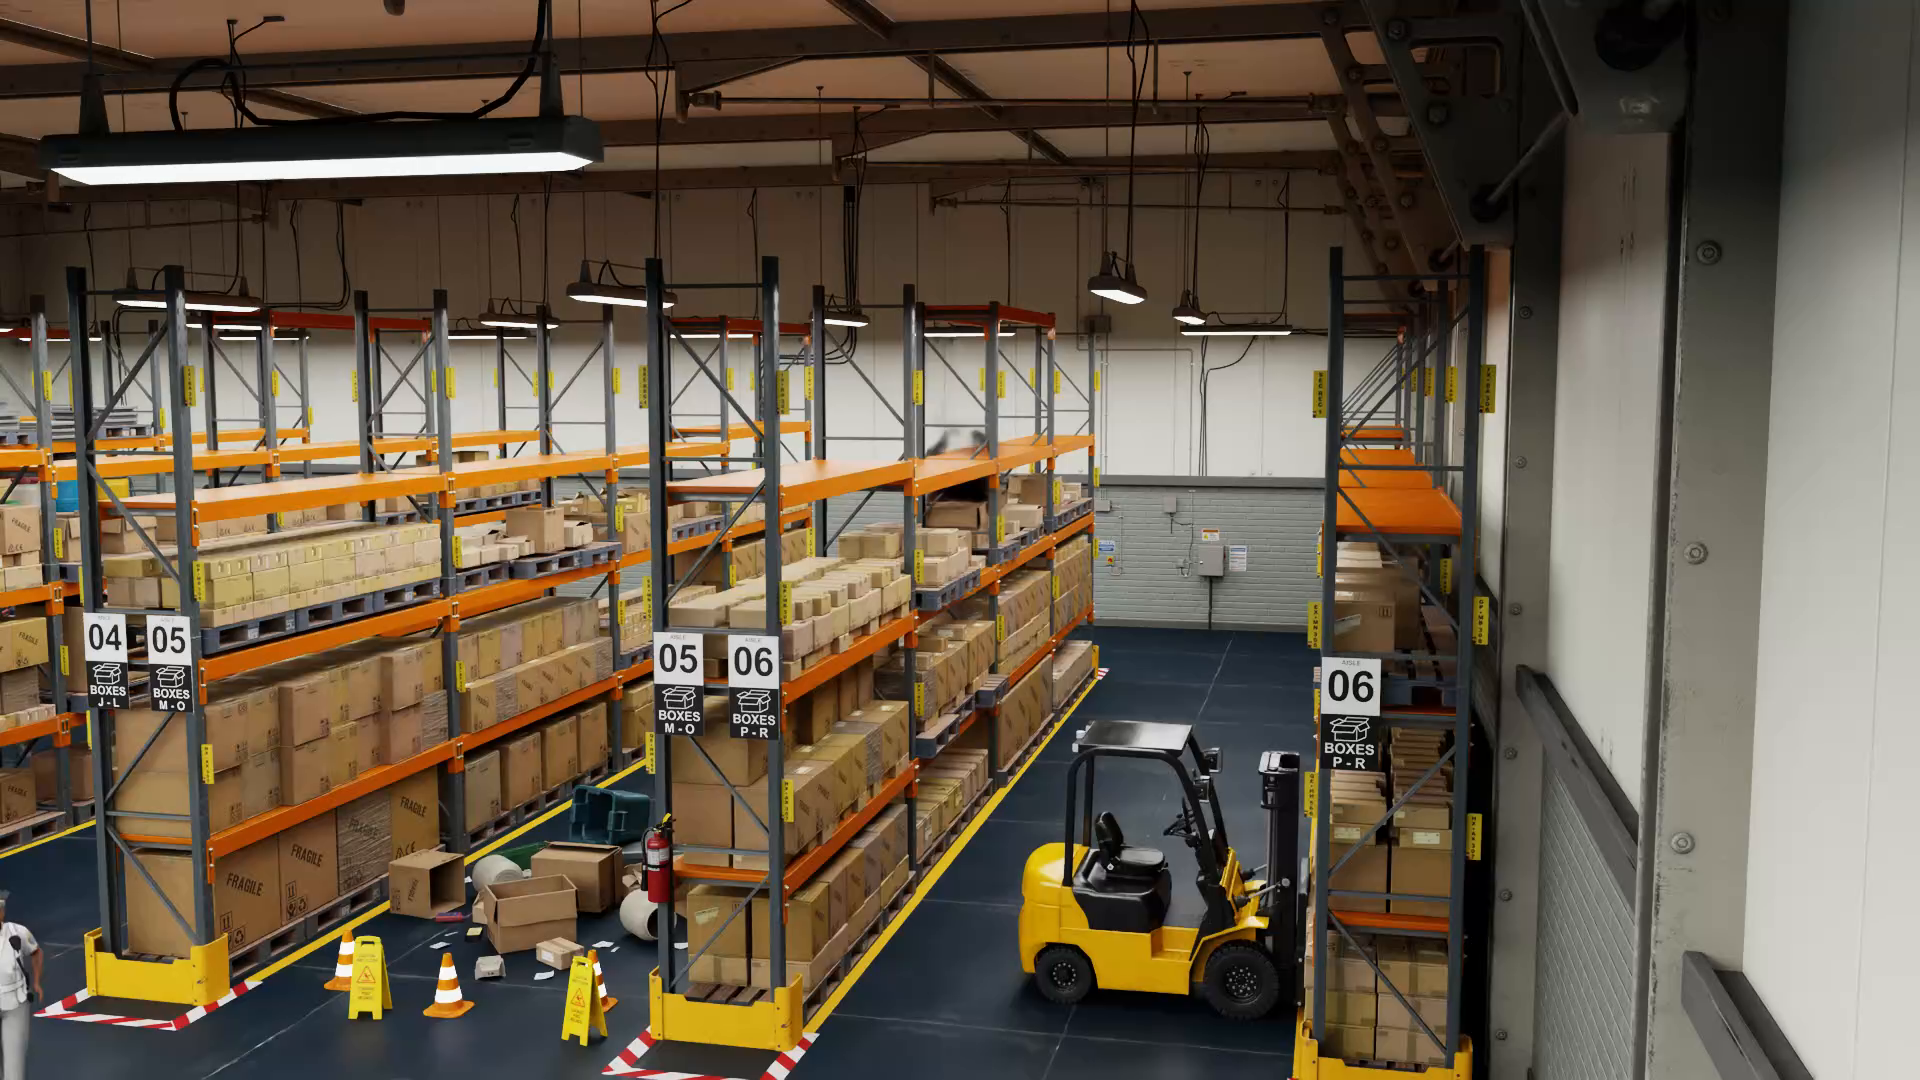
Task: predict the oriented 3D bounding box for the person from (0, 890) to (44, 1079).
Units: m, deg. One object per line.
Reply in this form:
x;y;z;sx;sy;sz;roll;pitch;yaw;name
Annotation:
-6.583;3.204;11.378;0.596;1.701;0.815;-4;7;-34;person

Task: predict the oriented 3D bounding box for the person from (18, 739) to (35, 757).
-12.576;2.053;22.230;0.715;1.731;0.522;1;6;11;person
